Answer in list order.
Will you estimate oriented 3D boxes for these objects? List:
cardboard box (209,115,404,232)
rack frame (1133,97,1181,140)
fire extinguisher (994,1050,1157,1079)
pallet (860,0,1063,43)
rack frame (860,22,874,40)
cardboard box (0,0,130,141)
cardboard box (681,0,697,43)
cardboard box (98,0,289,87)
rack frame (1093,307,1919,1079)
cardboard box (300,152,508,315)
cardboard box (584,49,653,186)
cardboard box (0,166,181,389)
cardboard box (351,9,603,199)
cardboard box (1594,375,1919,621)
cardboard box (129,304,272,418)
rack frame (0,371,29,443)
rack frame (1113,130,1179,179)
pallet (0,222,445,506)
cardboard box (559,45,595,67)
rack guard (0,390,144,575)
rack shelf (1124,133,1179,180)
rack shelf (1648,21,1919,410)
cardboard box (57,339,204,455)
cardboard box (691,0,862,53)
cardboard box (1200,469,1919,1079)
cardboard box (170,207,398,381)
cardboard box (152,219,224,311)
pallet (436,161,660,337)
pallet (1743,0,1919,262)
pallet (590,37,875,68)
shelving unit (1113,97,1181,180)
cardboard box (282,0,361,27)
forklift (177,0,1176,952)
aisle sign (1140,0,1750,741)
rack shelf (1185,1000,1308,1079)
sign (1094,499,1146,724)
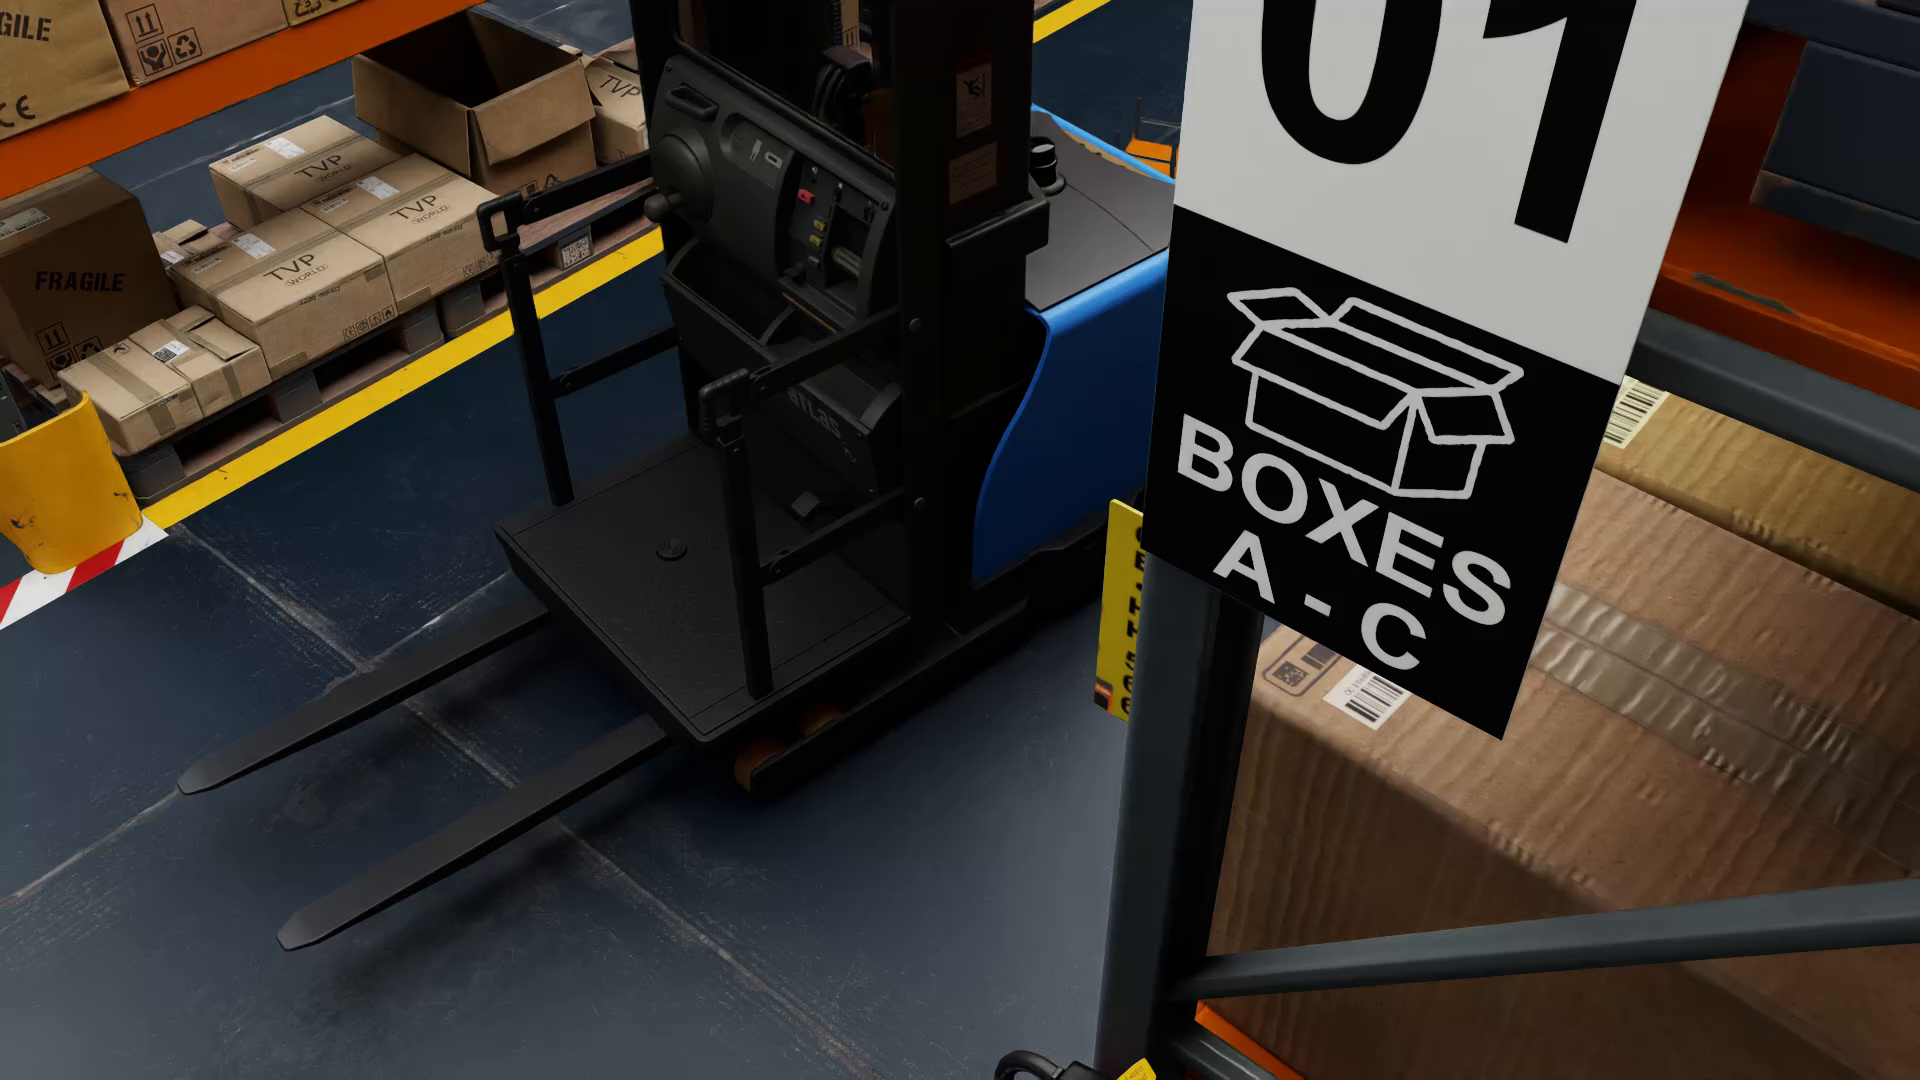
[{"bbox_3d":[-2.391,-1.295,6.162,0.500,0.250,0.500,29,50,28],"label":"cardboard box"},{"bbox_3d":[0.641,-0.968,5.534,0.200,1.050,0.008,14,42,15],"label":"rack frame"},{"bbox_3d":[0.157,0.900,2.365,0.296,0.674,0.183,29,50,28],"label":"fire extinguisher"},{"bbox_3d":[-0.117,-2.750,8.118,1.003,0.211,1.213,29,50,28],"label":"pallet"},{"bbox_3d":[-0.612,-3.347,6.701,1.000,3.000,0.127,29,50,28],"label":"rack frame"},{"bbox_3d":[-2.699,-1.438,4.528,0.500,0.500,0.500,31,50,29],"label":"cardboard box"},{"bbox_3d":[-1.048,-2.392,7.323,0.500,0.311,0.500,29,50,28],"label":"cardboard box"},{"bbox_3d":[-2.371,-1.706,4.823,0.500,0.500,0.500,29,50,28],"label":"cardboard box"},{"bbox_3d":[0.605,0.854,2.081,0.949,2.616,0.053,29,50,28],"label":"rack frame"},{"bbox_3d":[-1.976,-1.105,5.952,0.500,0.250,0.500,29,50,28],"label":"cardboard box"},{"bbox_3d":[-1.244,-1.712,6.575,0.500,0.311,0.500,29,50,28],"label":"cardboard box"},{"bbox_3d":[-3.025,-0.912,5.554,0.500,0.500,0.500,29,50,28],"label":"cardboard box"},{"bbox_3d":[-1.817,-1.616,6.327,0.797,0.503,0.637,29,50,28],"label":"cardboard box"},{"bbox_3d":[1.388,0.098,2.689,0.980,0.700,0.700,29,50,28],"label":"cardboard box"},{"bbox_3d":[-2.493,-0.597,5.456,0.380,0.166,0.250,29,50,28],"label":"cardboard box"},{"bbox_3d":[-3.186,-1.287,4.436,1.000,3.000,0.127,29,50,28],"label":"rack frame"},{"bbox_3d":[0.556,-0.820,5.360,0.200,1.050,0.008,14,42,15],"label":"rack frame"},{"bbox_3d":[-2.625,-0.705,5.869,1.003,0.211,1.213,29,50,28],"label":"pallet"},{"bbox_3d":[-1.597,-1.889,6.877,0.380,0.166,0.250,29,50,28],"label":"cardboard box"},{"bbox_3d":[-3.137,-0.401,5.320,1.175,0.500,0.348,29,50,28],"label":"rack guard"},{"bbox_3d":[0.602,-1.102,5.270,0.215,0.259,0.240,14,42,15],"label":"rack shelf"},{"bbox_3d":[1.895,-1.018,2.445,1.077,0.370,4.000,29,50,28],"label":"rack shelf"},{"bbox_3d":[-2.654,-0.462,5.320,0.380,0.149,0.250,29,50,28],"label":"cardboard box"},{"bbox_3d":[-0.762,-2.169,6.936,0.500,0.500,0.500,29,50,28],"label":"cardboard box"},{"bbox_3d":[0.928,0.478,2.272,0.980,0.700,0.700,32,51,30],"label":"cardboard box"},{"bbox_3d":[-2.297,-0.847,5.669,0.500,0.250,0.500,29,50,28],"label":"cardboard box"},{"bbox_3d":[-2.695,-0.958,5.853,0.380,0.166,0.250,29,50,28],"label":"cardboard box"},{"bbox_3d":[-1.840,-1.331,6.557,1.003,0.211,1.213,29,50,28],"label":"pallet"},{"bbox_3d":[1.077,-0.608,1.525,1.003,0.211,1.213,29,50,28],"label":"pallet"},{"bbox_3d":[-1.055,-1.962,7.251,1.003,0.211,1.213,29,50,28],"label":"pallet"},{"bbox_3d":[0.599,-0.894,5.447,0.215,1.050,0.252,14,42,15],"label":"shelving unit"},{"bbox_3d":[-2.046,-1.964,5.106,0.500,0.500,0.500,29,50,28],"label":"cardboard box"},{"bbox_3d":[-0.633,-0.794,3.945,3.031,2.935,1.130,-30,50,-29],"label":"forklift"},{"bbox_3d":[0.332,-0.199,1.307,0.394,0.787,0.004,29,50,28],"label":"aisle sign"},{"bbox_3d":[1.895,0.092,3.454,1.077,0.370,4.000,29,50,28],"label":"rack shelf"},{"bbox_3d":[0.201,0.097,1.876,0.100,0.325,0.005,29,50,28],"label":"sign"}]
